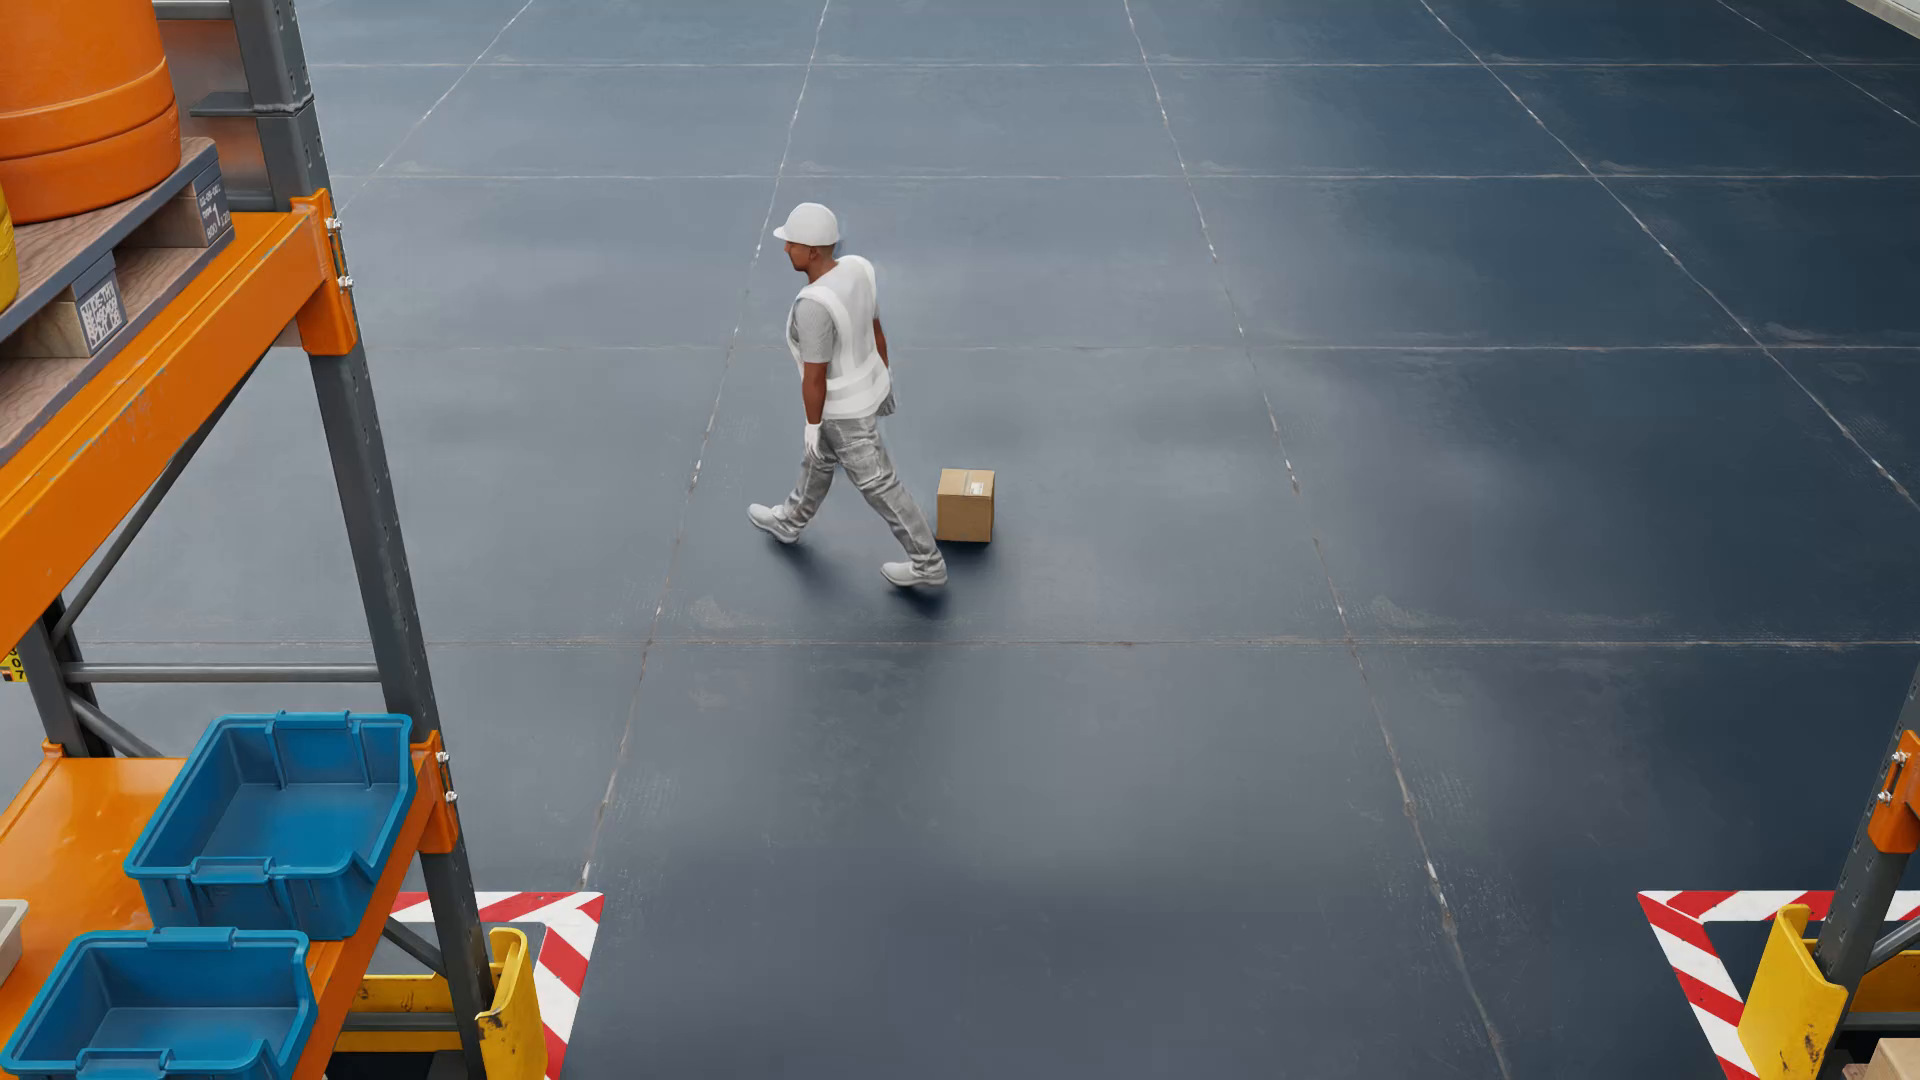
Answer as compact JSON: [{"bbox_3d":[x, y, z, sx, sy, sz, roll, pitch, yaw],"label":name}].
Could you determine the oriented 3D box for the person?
[{"bbox_3d":[-0.556,-0.620,7.156,1.072,1.713,0.581,9,32,14],"label":"person"}]
